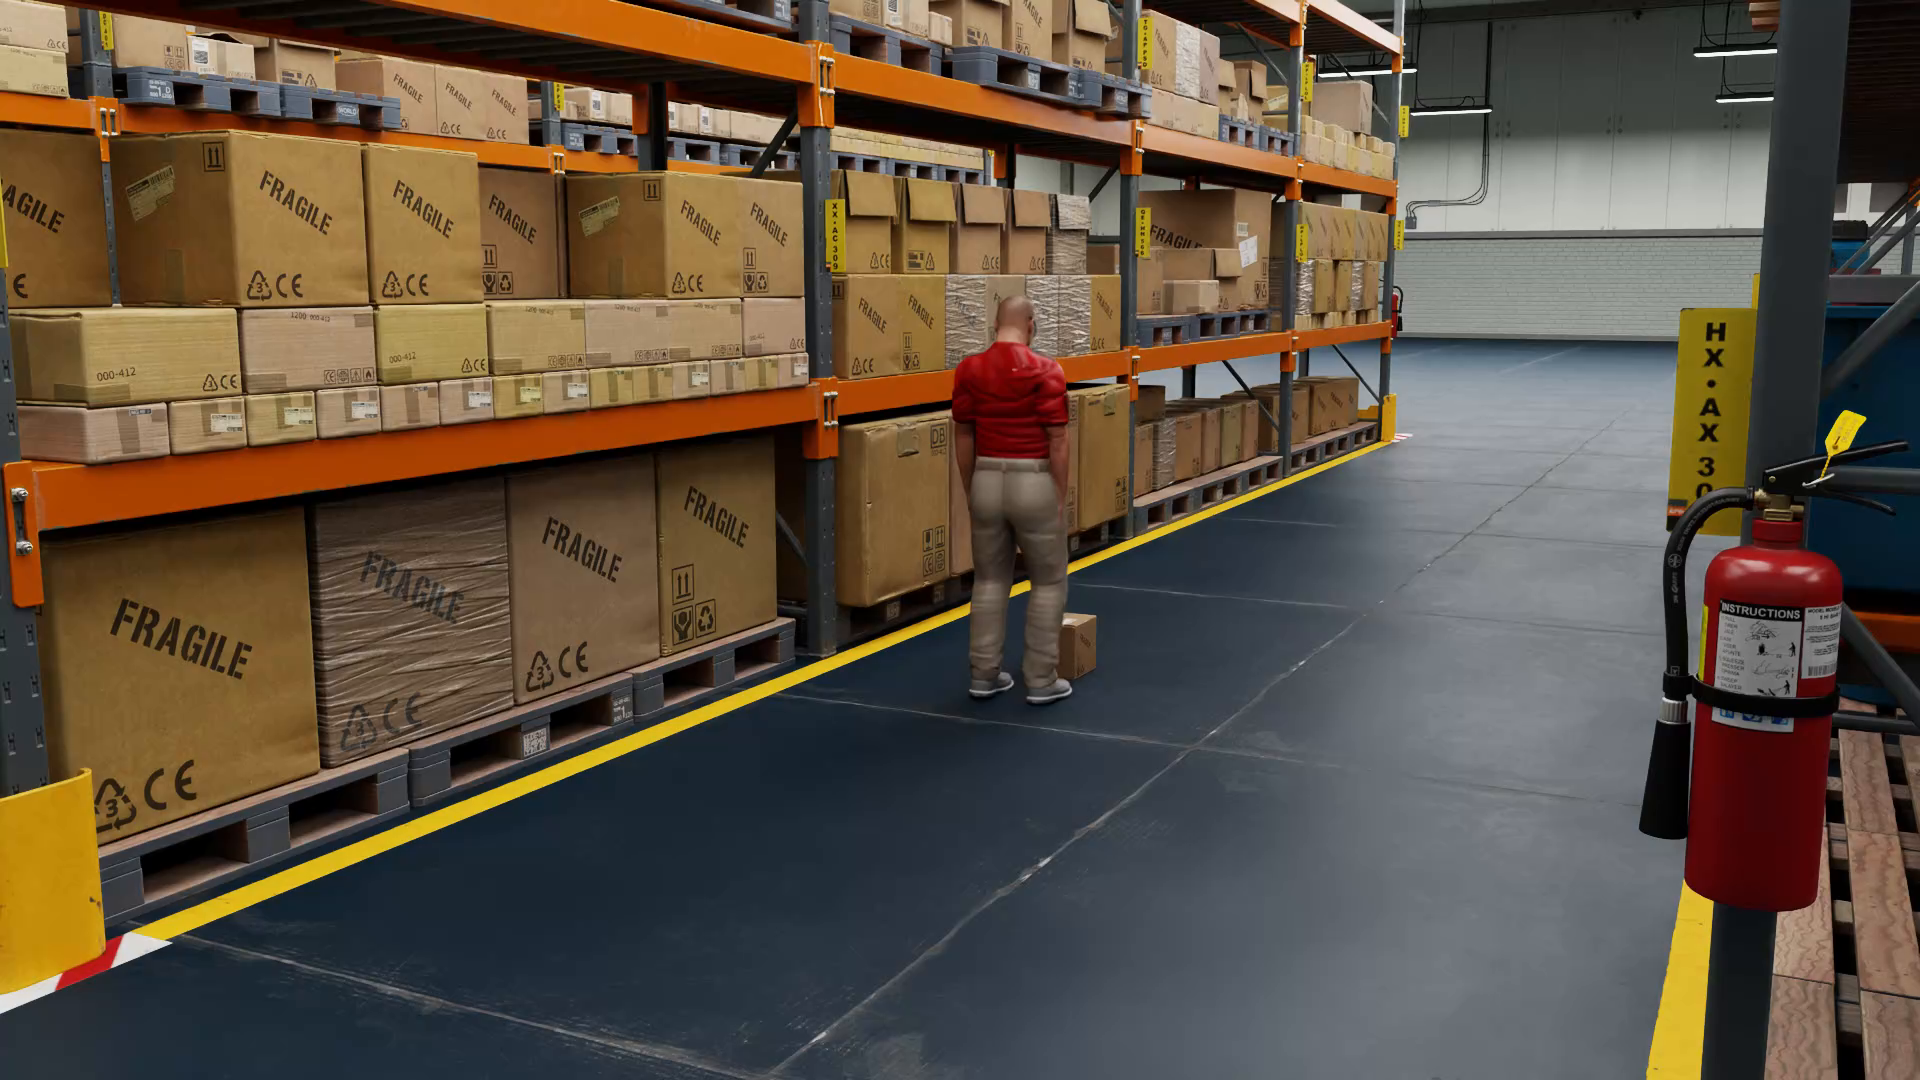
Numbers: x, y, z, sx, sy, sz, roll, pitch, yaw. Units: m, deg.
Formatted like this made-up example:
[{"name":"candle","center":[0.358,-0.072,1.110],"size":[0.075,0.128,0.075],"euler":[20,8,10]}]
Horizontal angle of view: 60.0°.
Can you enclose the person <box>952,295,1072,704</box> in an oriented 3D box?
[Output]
[{"name":"person","center":[0.228,-0.173,7.070],"size":[0.534,1.717,0.358],"euler":[5,10,27]}]
